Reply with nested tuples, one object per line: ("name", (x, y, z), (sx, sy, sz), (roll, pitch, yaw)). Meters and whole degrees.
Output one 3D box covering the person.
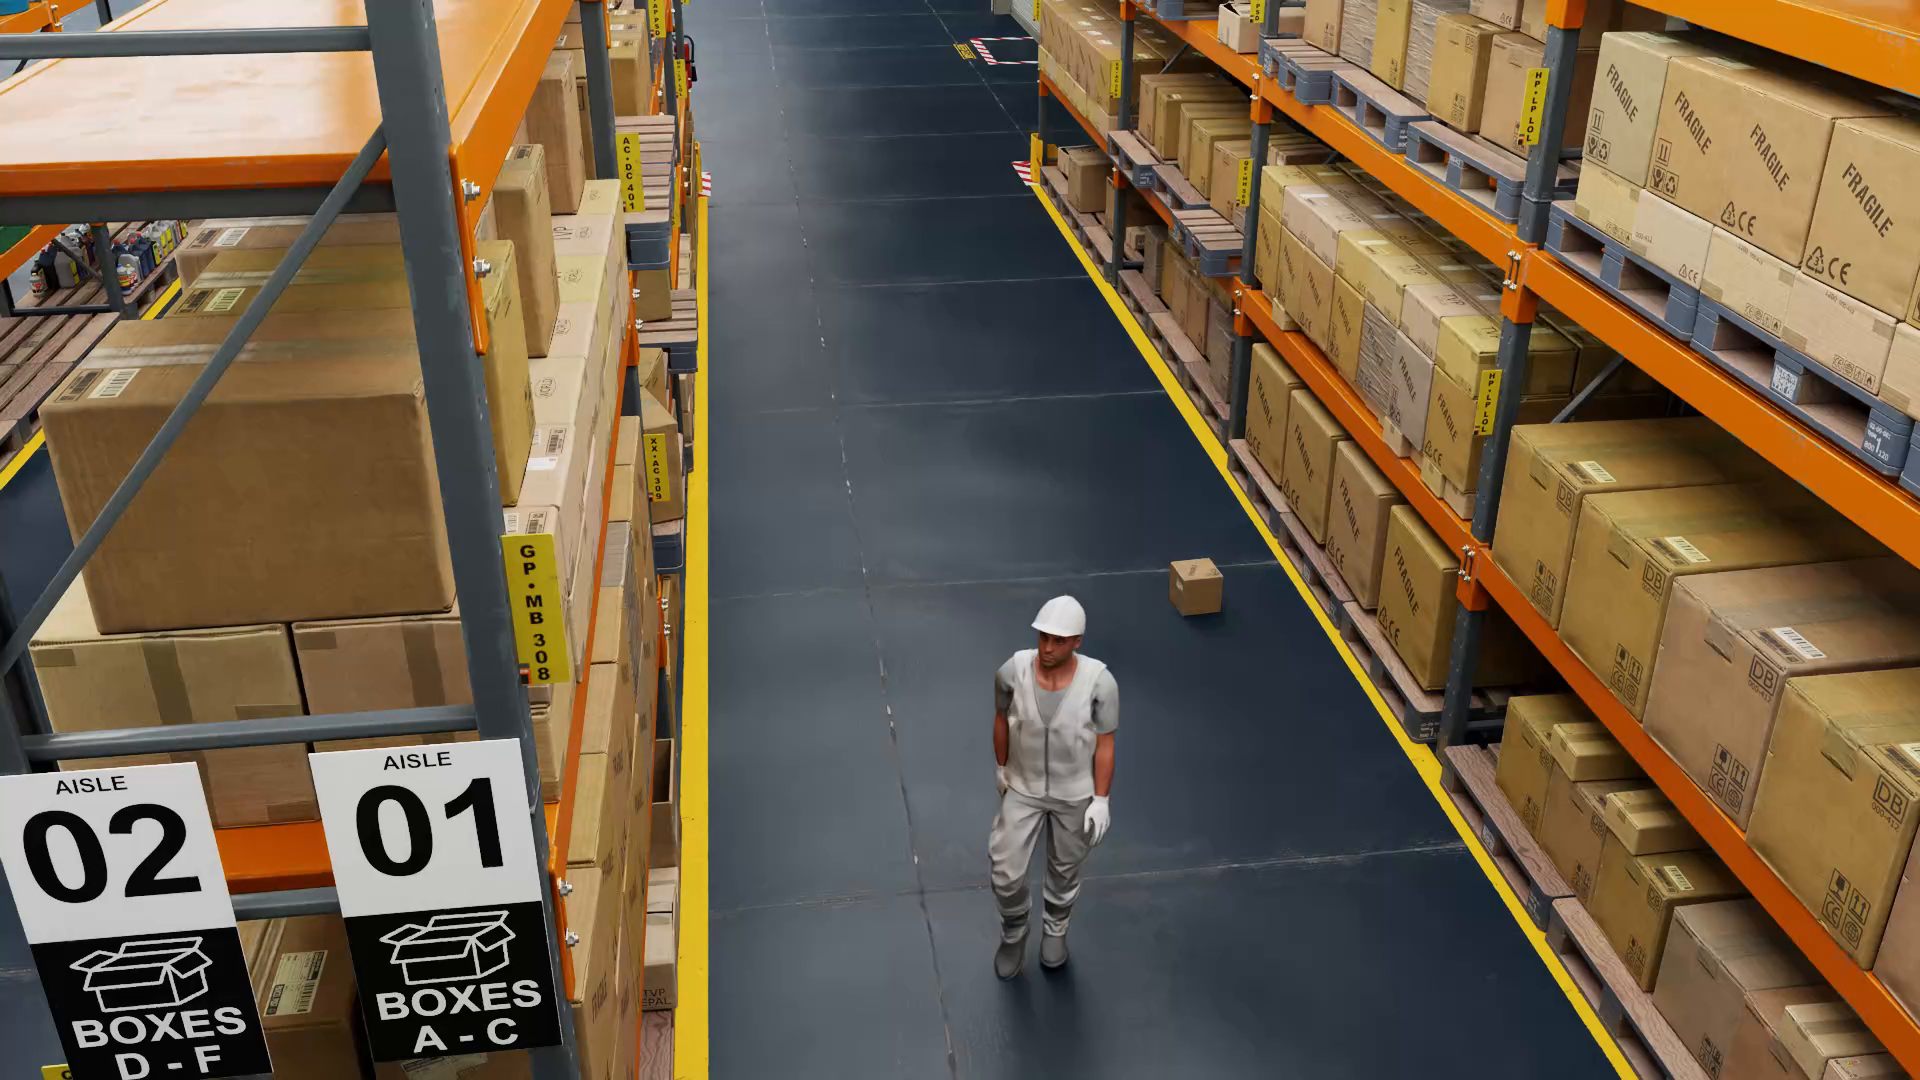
("person", (0.376, 1.073, 6.933), (0.530, 1.812, 0.466), (4, 27, 9))
